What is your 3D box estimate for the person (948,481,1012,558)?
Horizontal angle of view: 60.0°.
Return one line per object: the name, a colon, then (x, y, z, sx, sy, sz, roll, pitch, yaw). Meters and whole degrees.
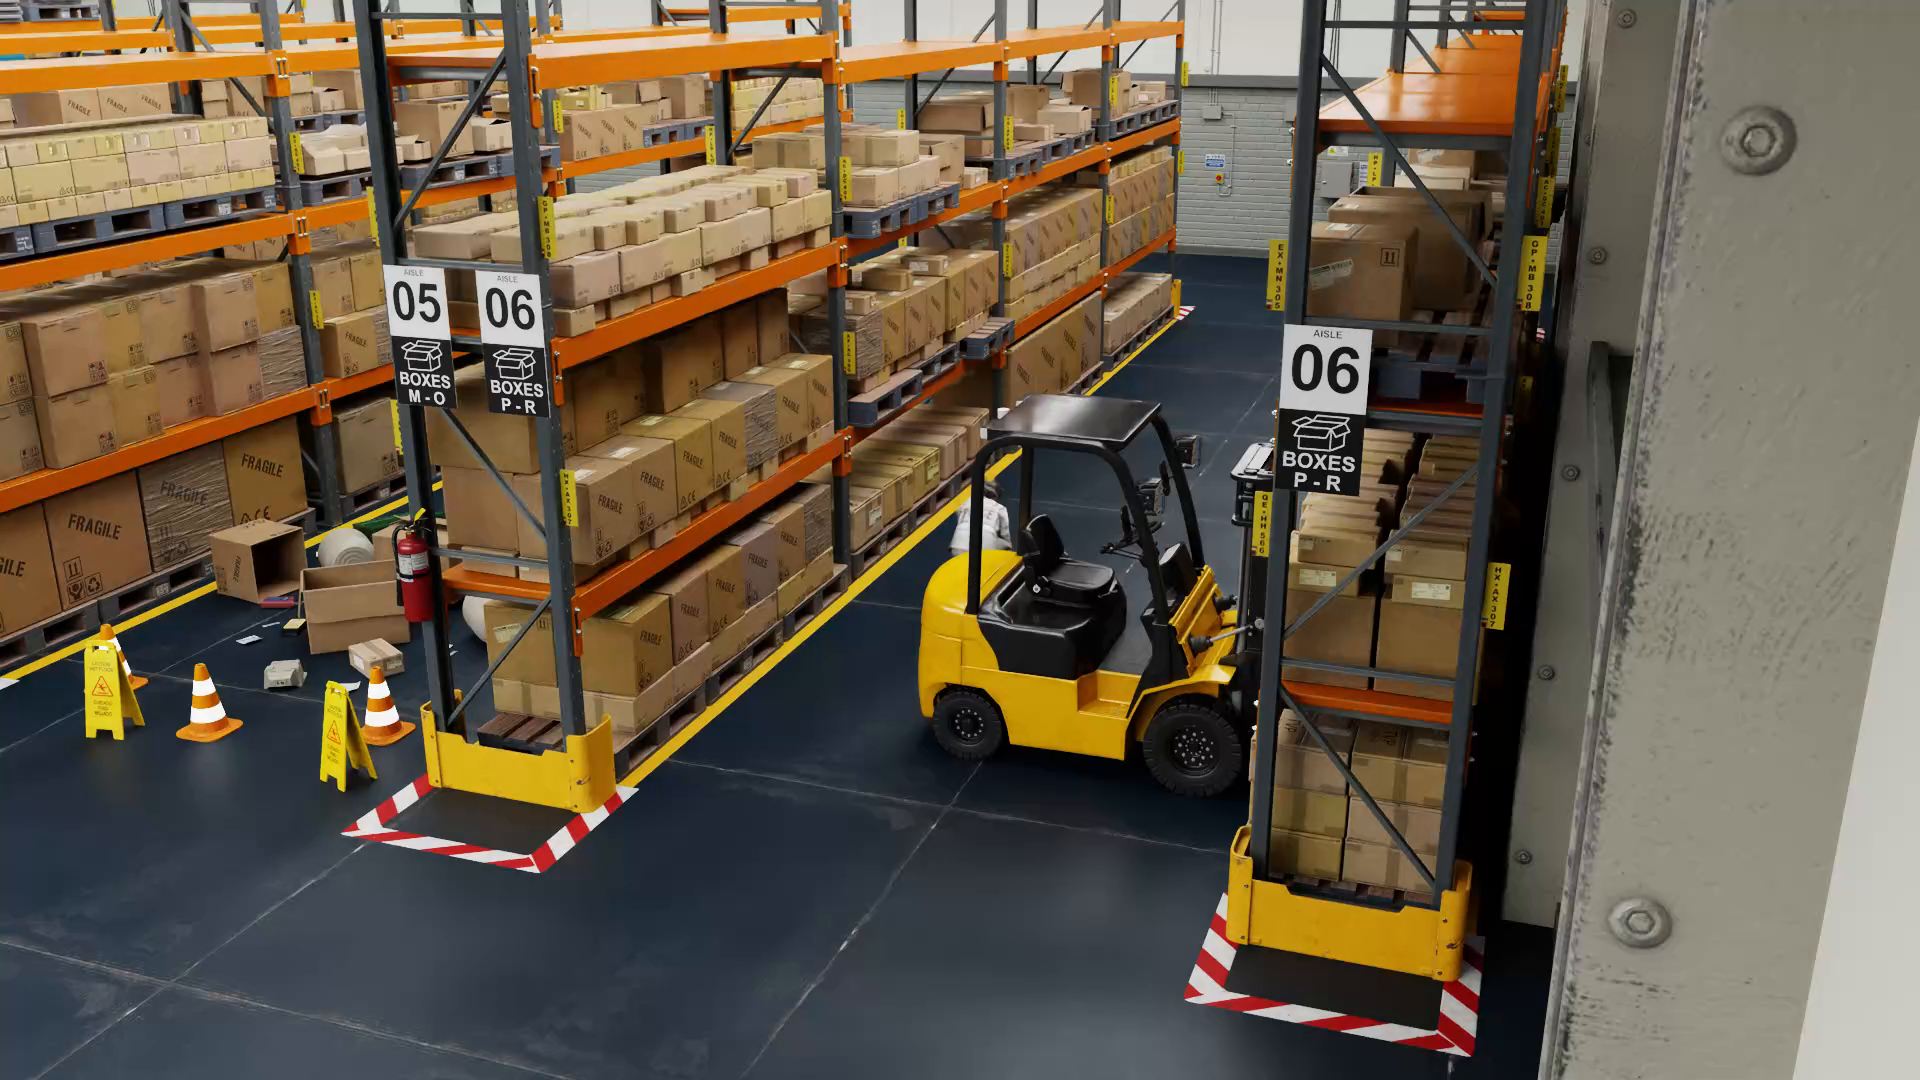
person: (0.177, 0.003, 13.531, 0.475, 0.843, 0.884, 6, 20, 17)
